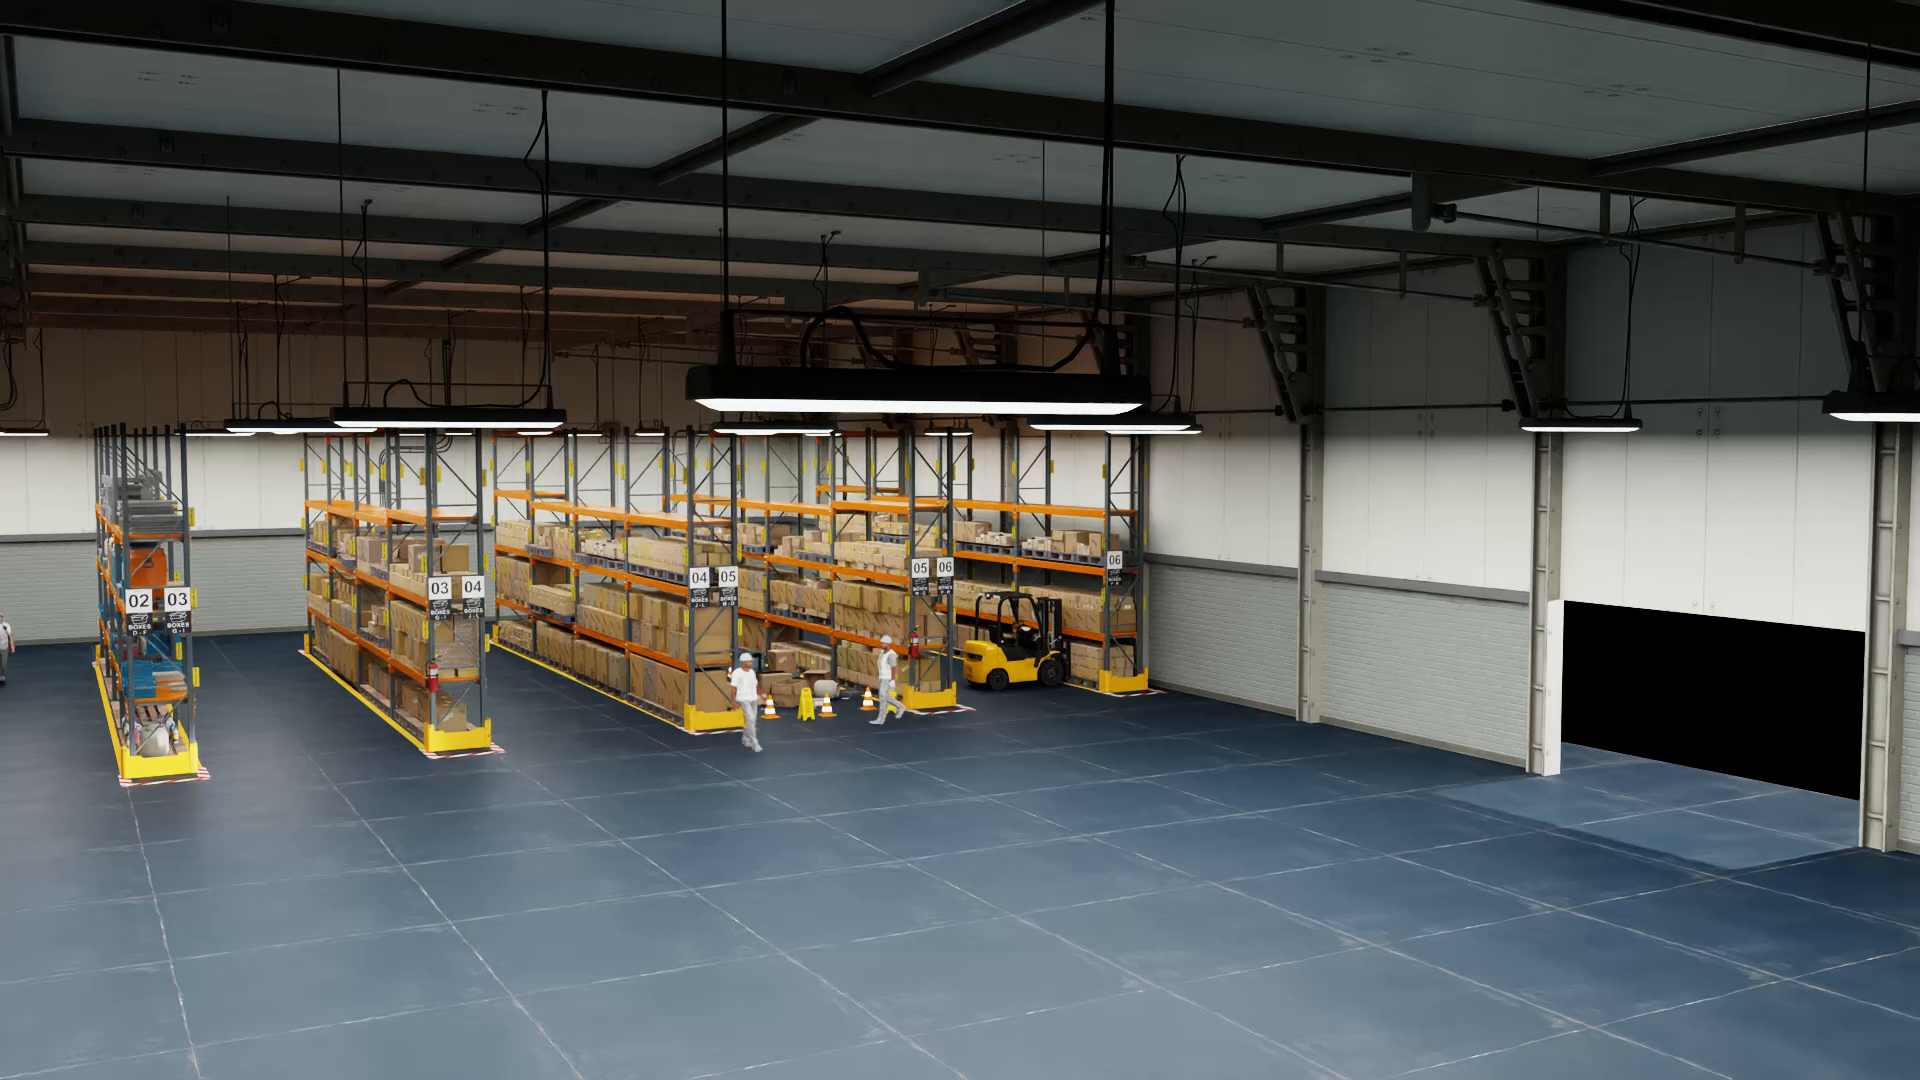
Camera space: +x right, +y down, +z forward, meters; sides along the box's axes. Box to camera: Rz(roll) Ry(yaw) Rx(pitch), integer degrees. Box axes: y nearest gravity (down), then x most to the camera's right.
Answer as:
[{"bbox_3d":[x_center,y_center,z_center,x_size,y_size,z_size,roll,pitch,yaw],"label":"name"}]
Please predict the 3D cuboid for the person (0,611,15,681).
[{"bbox_3d":[-22.424,2.495,38.742,0.661,1.703,1.088,-3,4,-38],"label":"person"}]

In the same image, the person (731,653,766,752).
[{"bbox_3d":[-3.828,2.991,30.792,0.754,1.759,0.597,2,4,35],"label":"person"}]

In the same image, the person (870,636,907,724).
[{"bbox_3d":[-1.459,2.807,33.505,0.867,1.767,0.586,-2,4,-25],"label":"person"}]
